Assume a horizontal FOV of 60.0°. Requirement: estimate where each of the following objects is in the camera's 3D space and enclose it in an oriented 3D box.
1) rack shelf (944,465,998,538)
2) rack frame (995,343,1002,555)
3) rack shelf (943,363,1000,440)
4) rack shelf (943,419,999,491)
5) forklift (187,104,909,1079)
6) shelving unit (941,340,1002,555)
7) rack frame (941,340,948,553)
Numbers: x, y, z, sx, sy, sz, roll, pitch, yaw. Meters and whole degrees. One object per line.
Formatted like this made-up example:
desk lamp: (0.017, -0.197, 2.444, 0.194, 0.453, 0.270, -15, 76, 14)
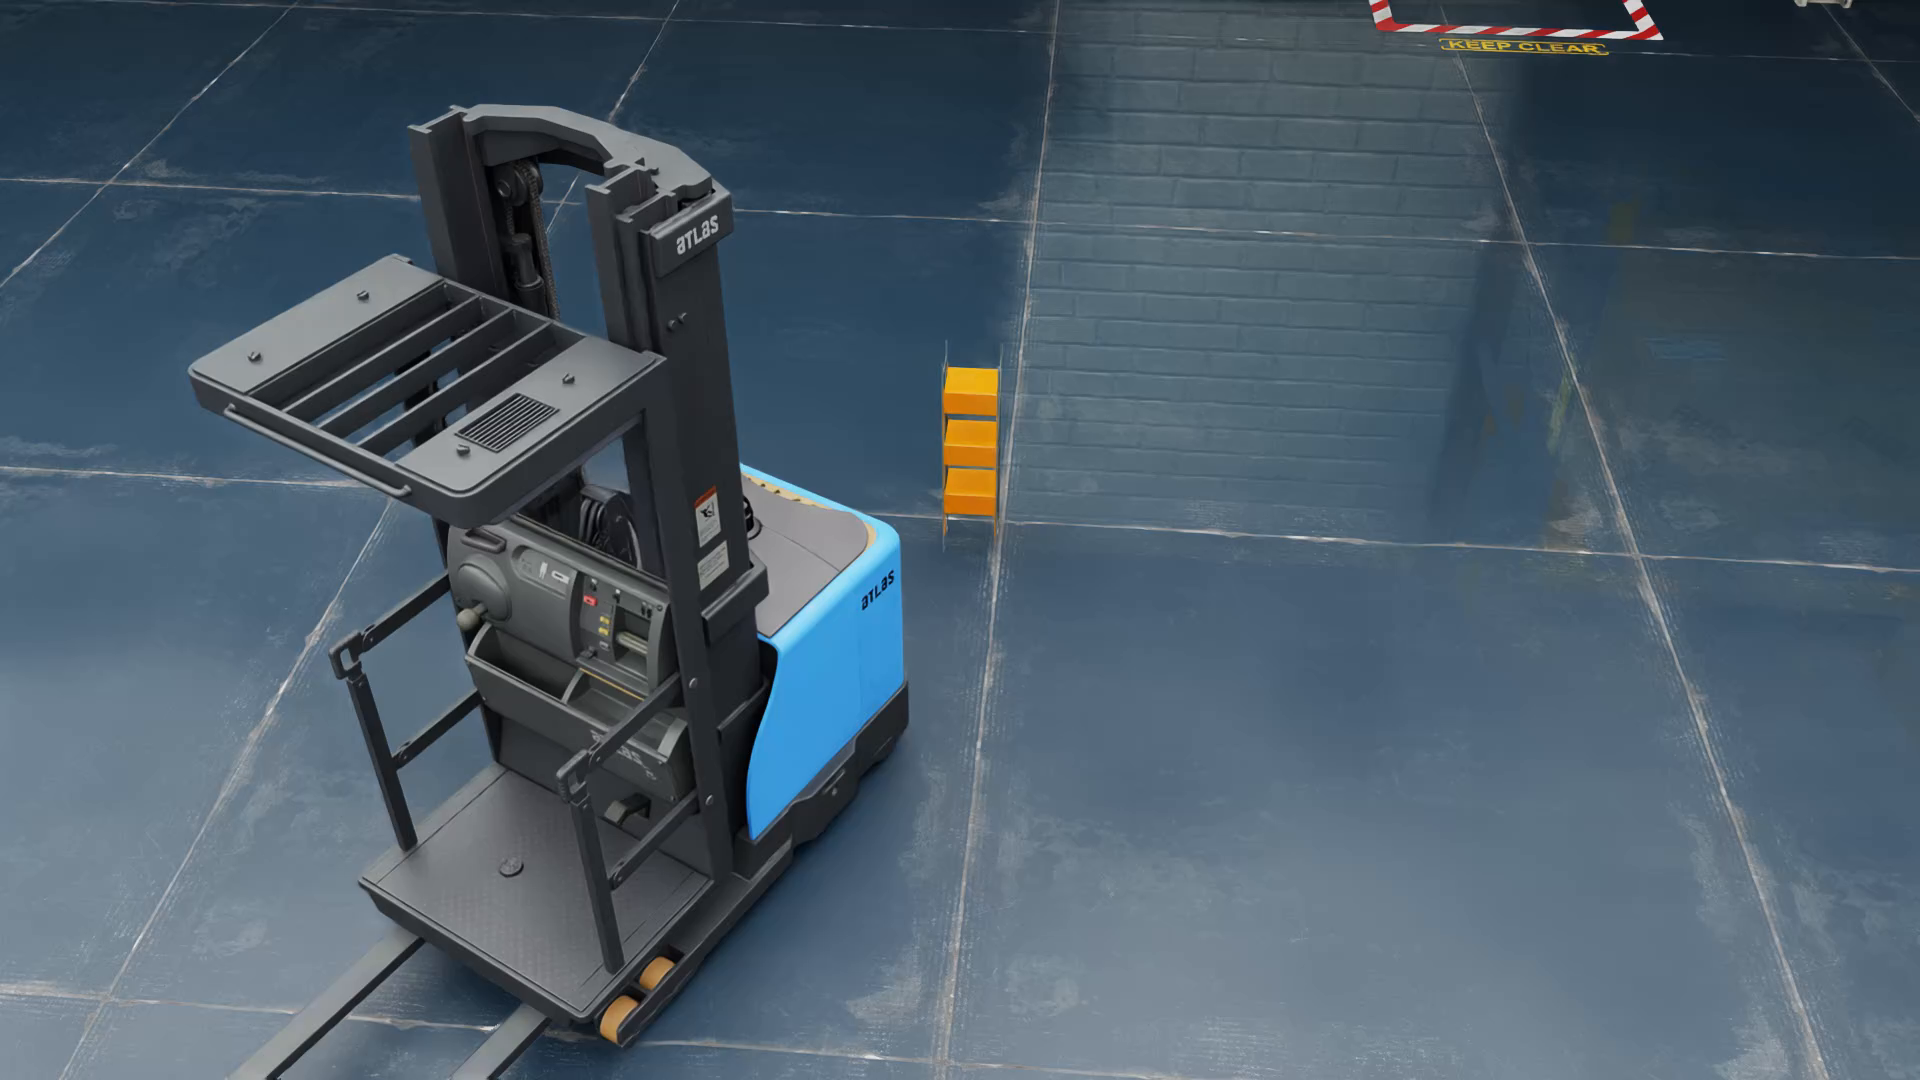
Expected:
rack shelf: (0.053, -0.180, 7.768, 0.240, 0.259, 0.215, 3, 39, 4)
rack frame: (0.175, -0.398, 7.577, 0.008, 1.050, 0.200, 3, 39, 4)
rack shelf: (0.053, -0.616, 7.413, 0.240, 0.259, 0.215, 3, 39, 4)
rack shelf: (0.053, -0.396, 7.592, 0.240, 0.259, 0.215, 3, 39, 4)
forklift: (-1.431, 0.269, 5.268, 1.130, 2.935, 3.031, 22, 44, 25)
shelving unit: (0.053, -0.404, 7.585, 0.252, 1.050, 0.215, 3, 39, 4)
rack frame: (-0.068, -0.411, 7.594, 0.008, 1.050, 0.200, 3, 39, 4)
